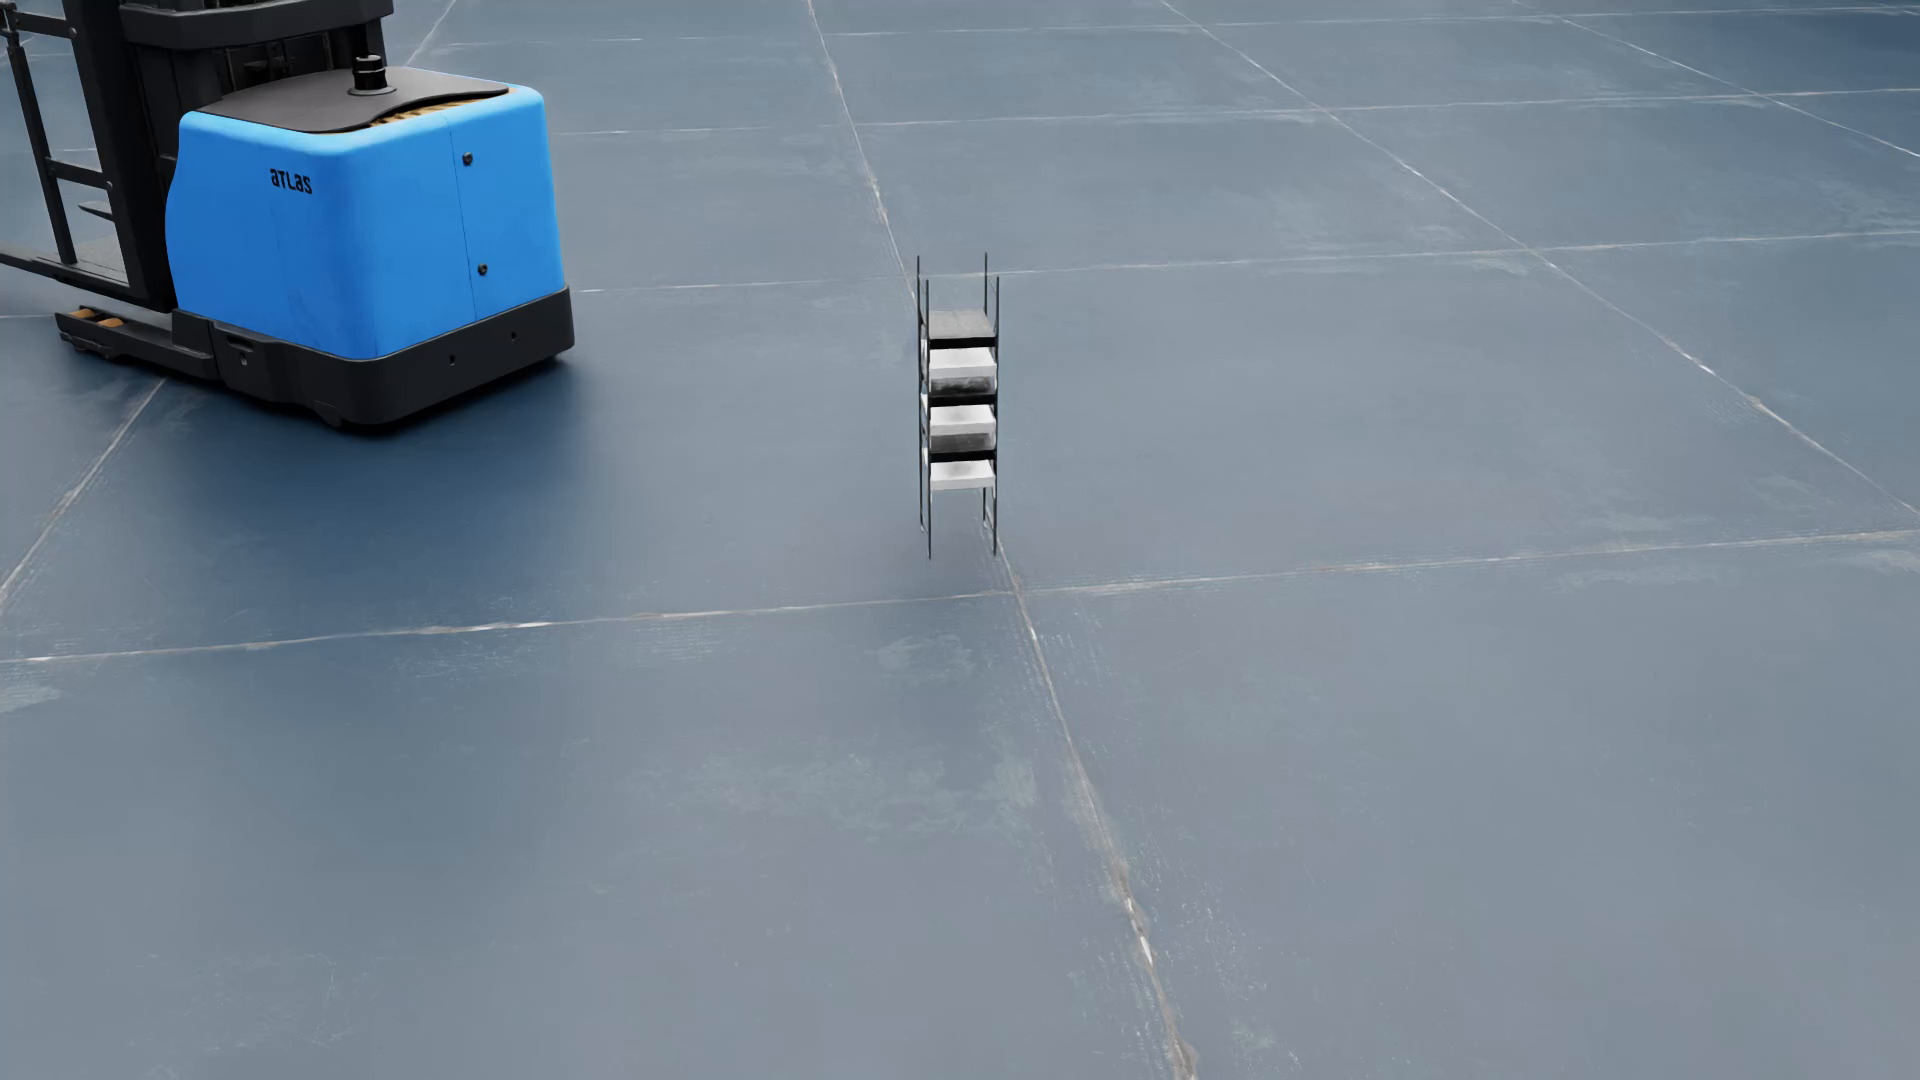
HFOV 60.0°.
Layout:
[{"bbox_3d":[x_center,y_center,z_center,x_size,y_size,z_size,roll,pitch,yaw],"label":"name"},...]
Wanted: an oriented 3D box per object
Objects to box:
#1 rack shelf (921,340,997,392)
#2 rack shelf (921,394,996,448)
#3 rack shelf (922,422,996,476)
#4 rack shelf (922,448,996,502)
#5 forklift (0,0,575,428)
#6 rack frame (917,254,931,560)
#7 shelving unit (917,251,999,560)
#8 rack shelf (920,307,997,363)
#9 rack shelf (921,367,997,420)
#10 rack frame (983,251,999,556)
[{"bbox_3d":[-0.008,-0.530,4.977,0.200,0.077,0.258,-4,27,-7],"label":"rack shelf"},{"bbox_3d":[-0.008,-0.370,5.059,0.200,0.077,0.258,-4,27,-7],"label":"rack shelf"},{"bbox_3d":[-0.008,-0.290,5.100,0.200,0.077,0.258,-4,27,-7],"label":"rack shelf"},{"bbox_3d":[-0.008,-0.210,5.141,0.200,0.077,0.258,-4,27,-7],"label":"rack shelf"},{"bbox_3d":[-3.045,-2.207,6.340,3.031,2.935,1.130,17,31,29],"label":"forklift"},{"bbox_3d":[-0.109,-0.393,5.031,0.006,0.900,0.240,-4,27,-7],"label":"rack frame"},{"bbox_3d":[-0.008,-0.400,5.044,0.210,0.900,0.258,-4,27,-7],"label":"shelving unit"},{"bbox_3d":[-0.008,-0.610,4.936,0.200,0.077,0.258,-4,27,-7],"label":"rack shelf"},{"bbox_3d":[-0.008,-0.450,5.018,0.200,0.077,0.258,-4,27,-7],"label":"rack shelf"},{"bbox_3d":[0.093,-0.406,5.056,0.006,0.900,0.240,-4,27,-7],"label":"rack frame"}]
